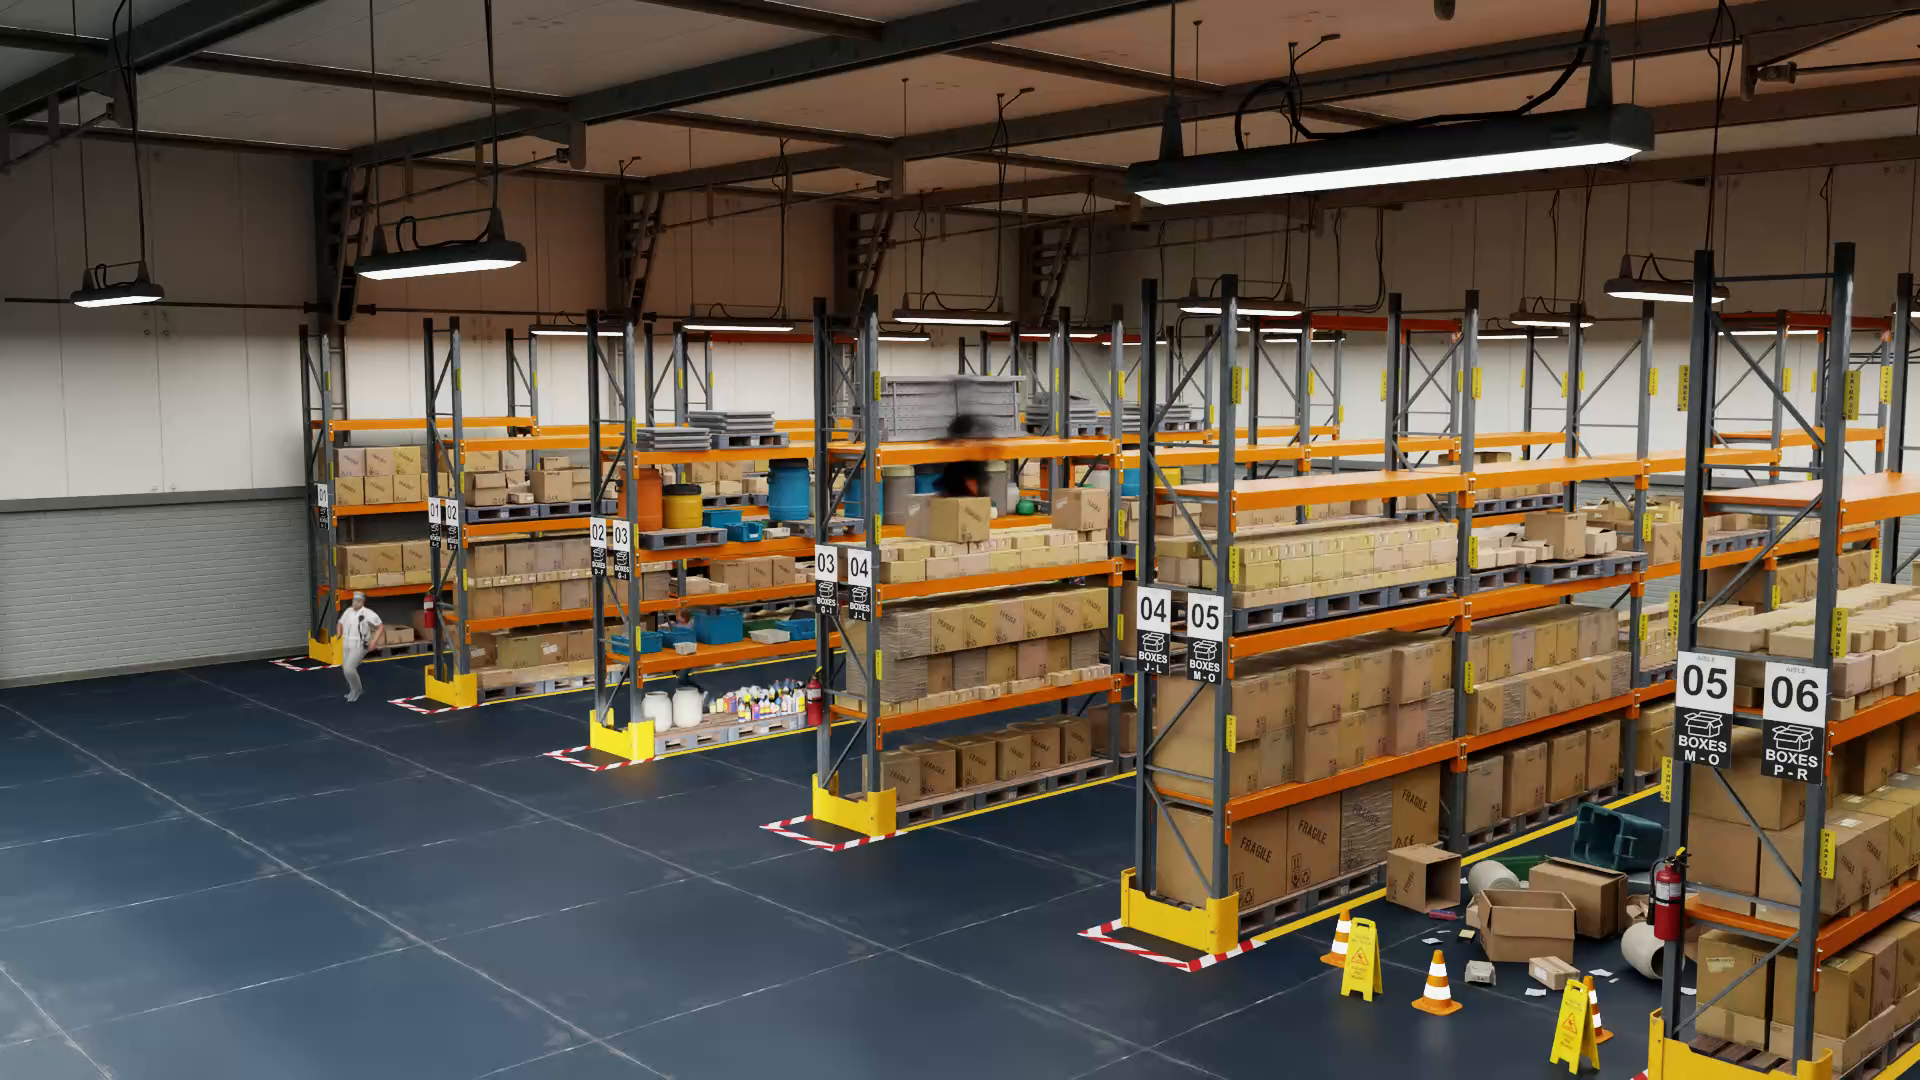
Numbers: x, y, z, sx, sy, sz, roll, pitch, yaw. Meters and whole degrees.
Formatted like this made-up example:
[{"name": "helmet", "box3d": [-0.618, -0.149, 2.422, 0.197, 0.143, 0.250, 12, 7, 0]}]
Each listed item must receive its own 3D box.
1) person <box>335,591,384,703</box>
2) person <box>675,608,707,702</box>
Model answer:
[{"name": "person", "box3d": [-9.457, 1.680, 26.061, 0.733, 1.782, 0.613, 2, 6, 19]}, {"name": "person", "box3d": [-4.143, 1.839, 25.137, 0.538, 1.580, 0.851, 4, 7, 37]}]
